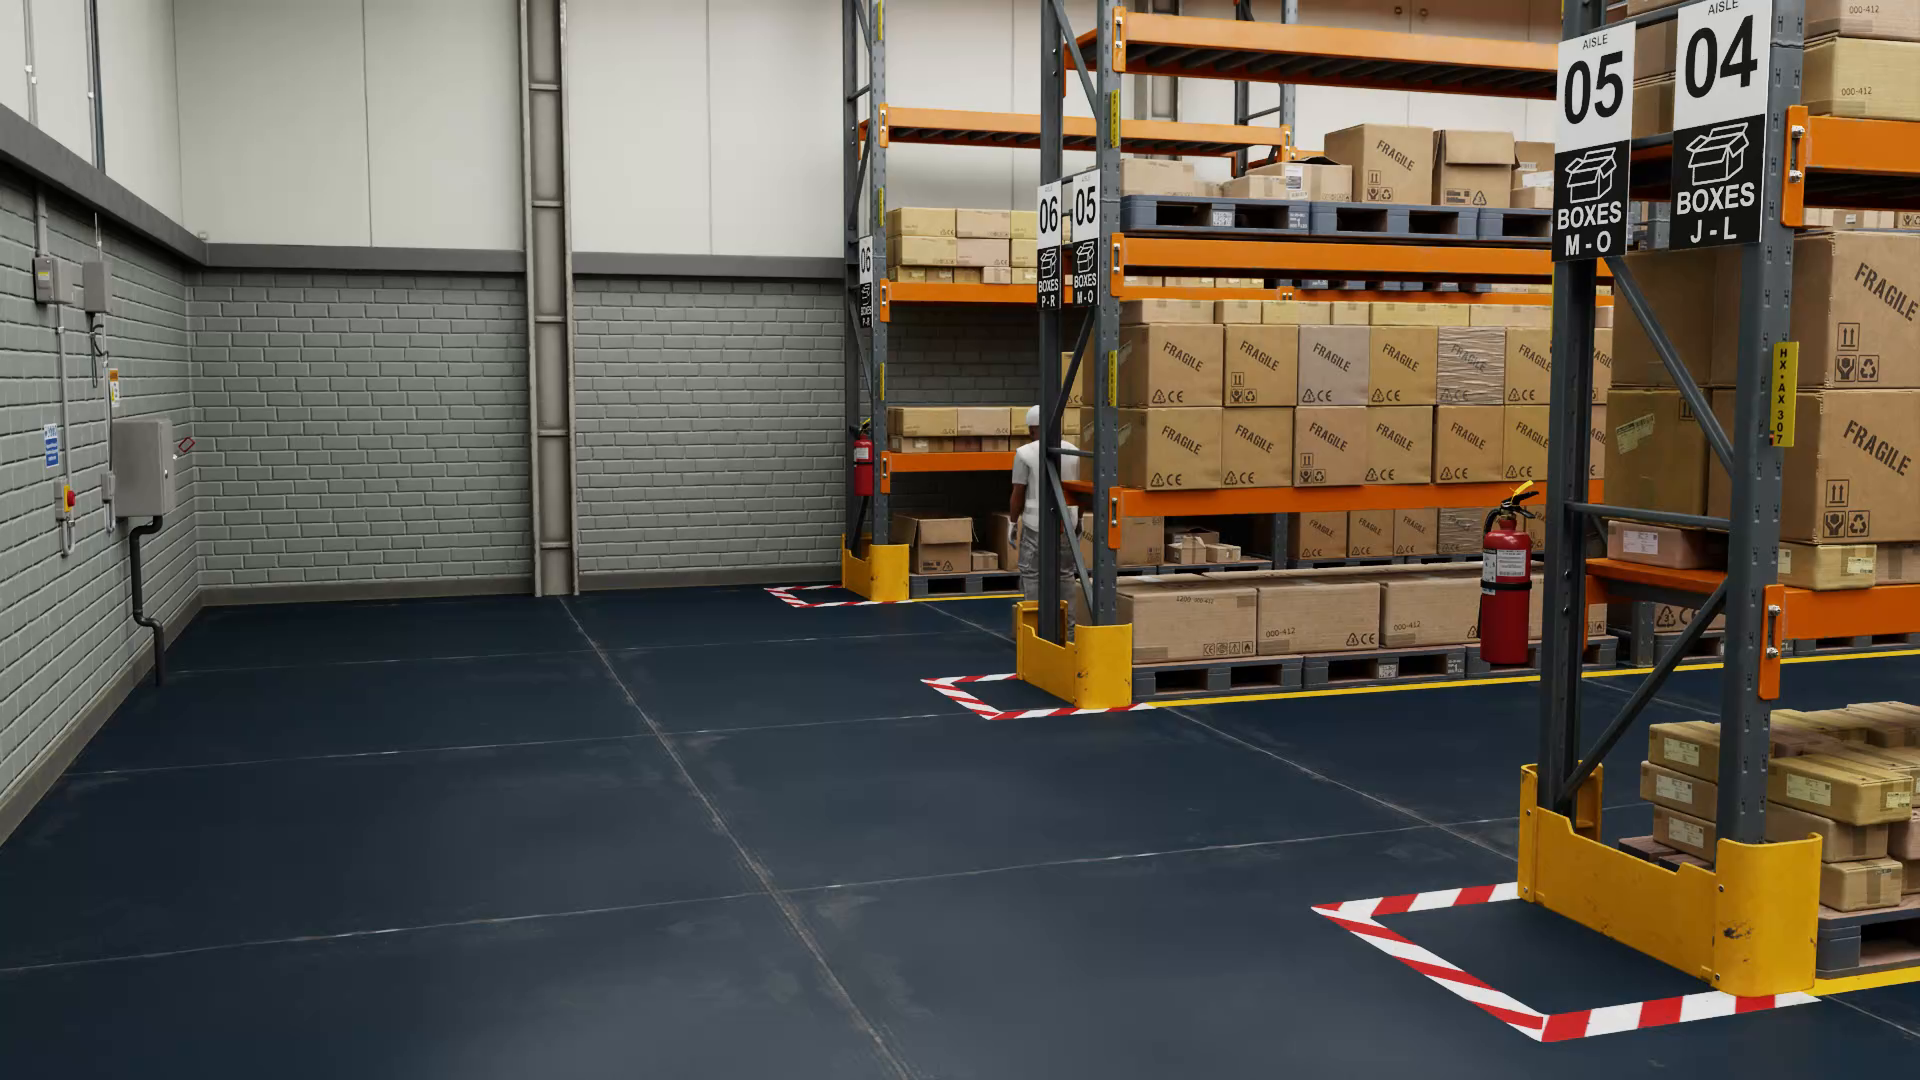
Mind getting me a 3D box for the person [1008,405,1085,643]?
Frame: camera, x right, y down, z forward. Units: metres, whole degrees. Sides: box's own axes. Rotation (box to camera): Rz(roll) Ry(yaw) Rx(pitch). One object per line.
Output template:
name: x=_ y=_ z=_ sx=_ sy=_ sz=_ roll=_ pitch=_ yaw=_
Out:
person: x=0.639 y=-0.107 z=12.302 sx=0.619 sy=1.772 sz=0.450 roll=-2 pitch=6 yaw=-22
